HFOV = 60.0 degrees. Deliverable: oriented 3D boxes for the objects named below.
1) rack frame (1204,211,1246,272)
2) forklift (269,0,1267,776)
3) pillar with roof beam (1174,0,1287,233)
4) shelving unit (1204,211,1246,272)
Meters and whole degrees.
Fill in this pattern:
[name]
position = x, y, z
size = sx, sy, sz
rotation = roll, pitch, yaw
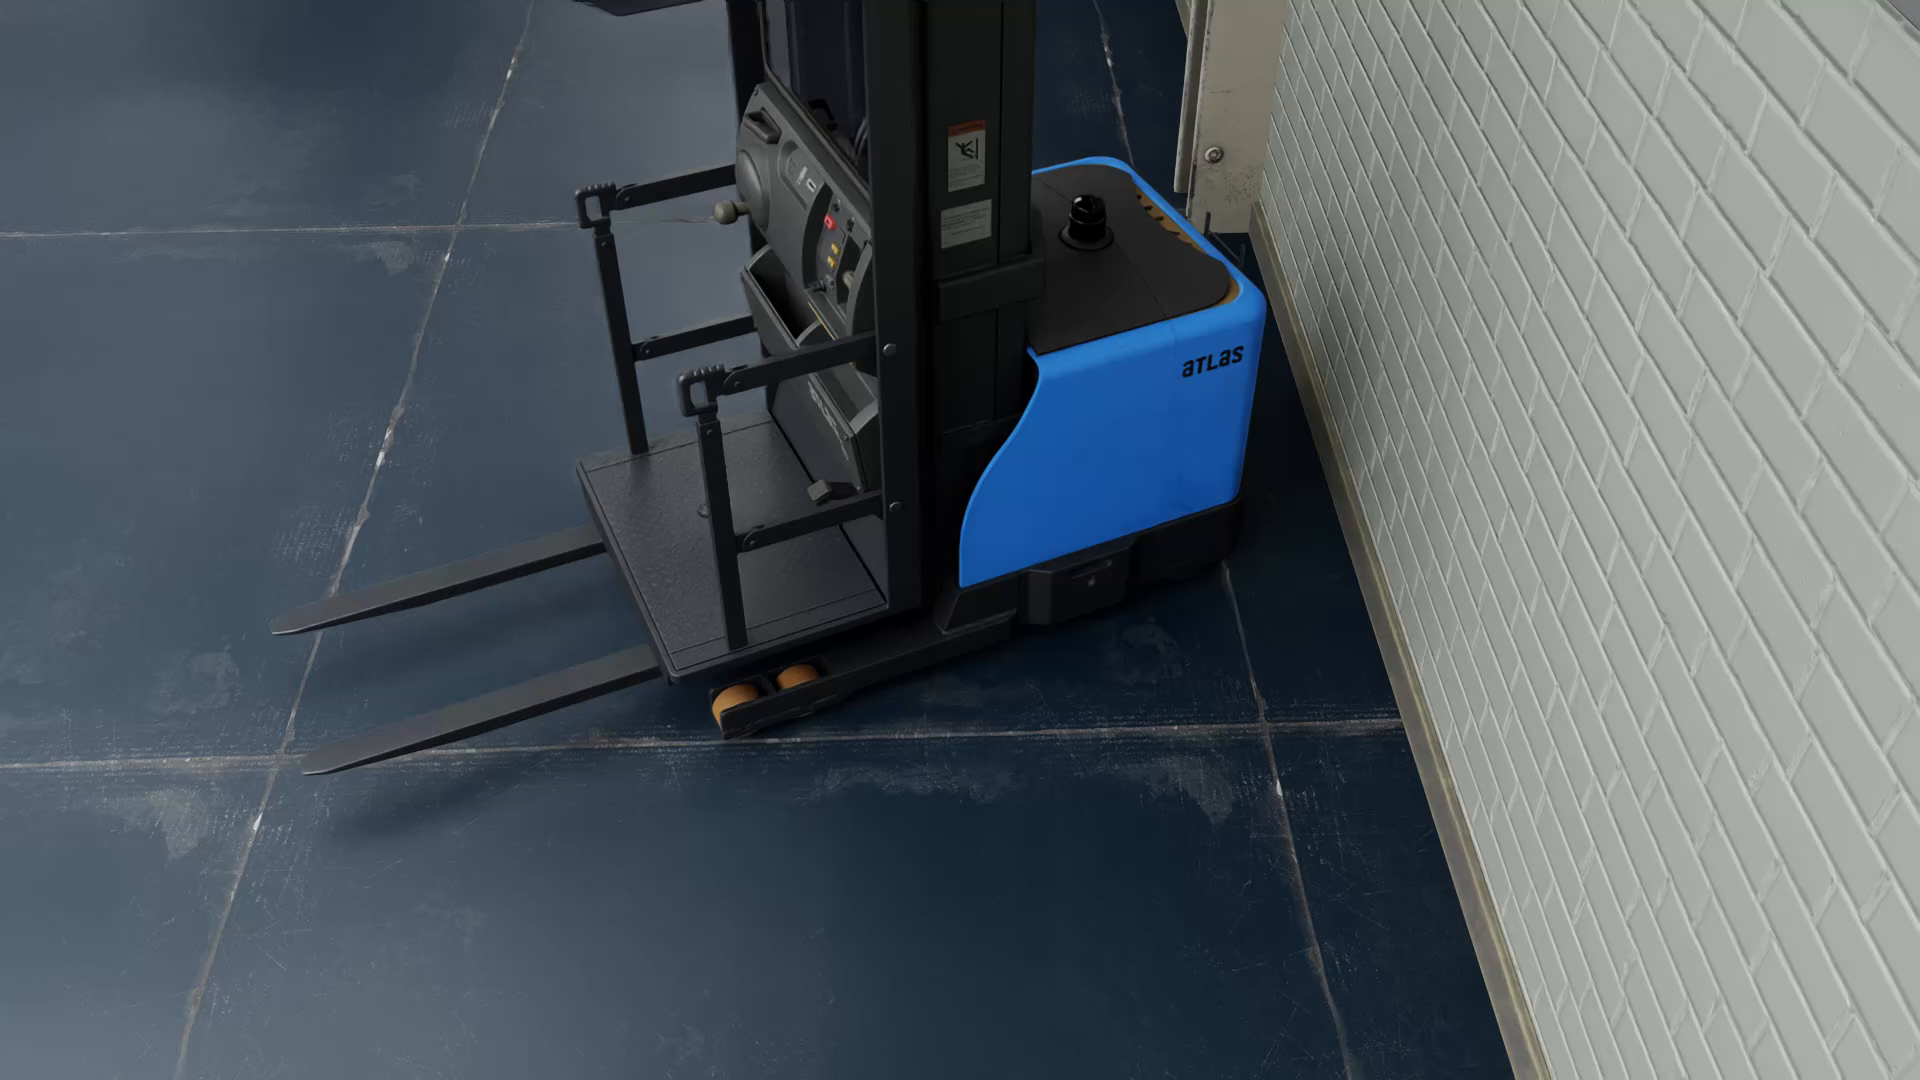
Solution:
[rack frame]
position = 0.888, -0.708, 5.856
size = 0.006, 0.900, 0.240
rotation = -17, 45, -18
[forklift]
position = -0.622, -0.886, 4.548
size = 3.031, 2.935, 1.130
rotation = -17, 45, -18
[pillar with roof beam]
position = -3.177, -4.658, 4.172
size = 9.100, 9.000, 0.400
rotation = -2, 43, -2
[shelving unit]
position = 0.795, -0.679, 5.825
size = 0.210, 0.900, 0.258
rotation = -17, 45, -18
